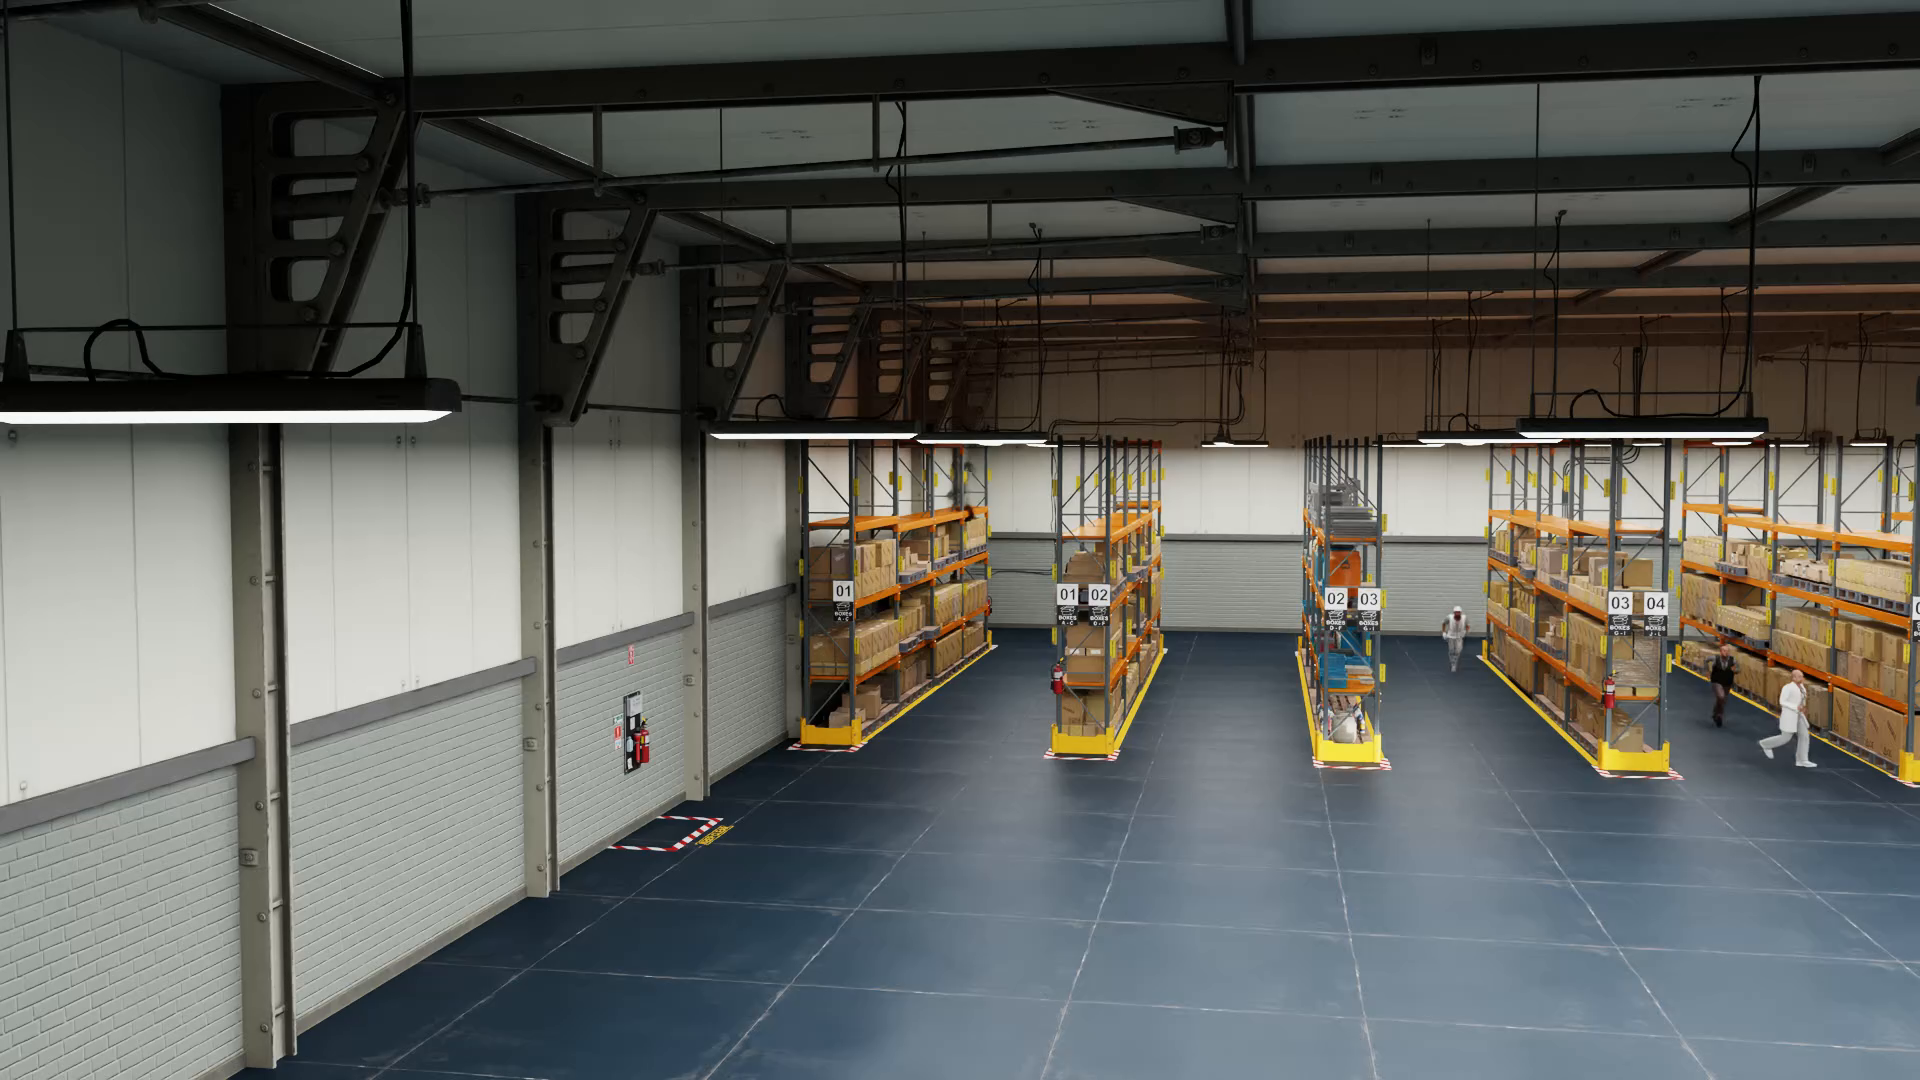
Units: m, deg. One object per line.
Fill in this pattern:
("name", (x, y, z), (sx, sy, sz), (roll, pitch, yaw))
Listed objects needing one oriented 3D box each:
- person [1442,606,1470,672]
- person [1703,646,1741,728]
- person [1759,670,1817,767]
("person", (12.878, 2.554, 43.185), (0.678, 1.709, 0.807), (0, 3, 6))
("person", (15.785, 3.015, 34.485), (0.647, 1.698, 0.928), (0, 3, 5))
("person", (15.017, 3.204, 30.113), (0.700, 1.747, 1.049), (-2, 3, -27))
